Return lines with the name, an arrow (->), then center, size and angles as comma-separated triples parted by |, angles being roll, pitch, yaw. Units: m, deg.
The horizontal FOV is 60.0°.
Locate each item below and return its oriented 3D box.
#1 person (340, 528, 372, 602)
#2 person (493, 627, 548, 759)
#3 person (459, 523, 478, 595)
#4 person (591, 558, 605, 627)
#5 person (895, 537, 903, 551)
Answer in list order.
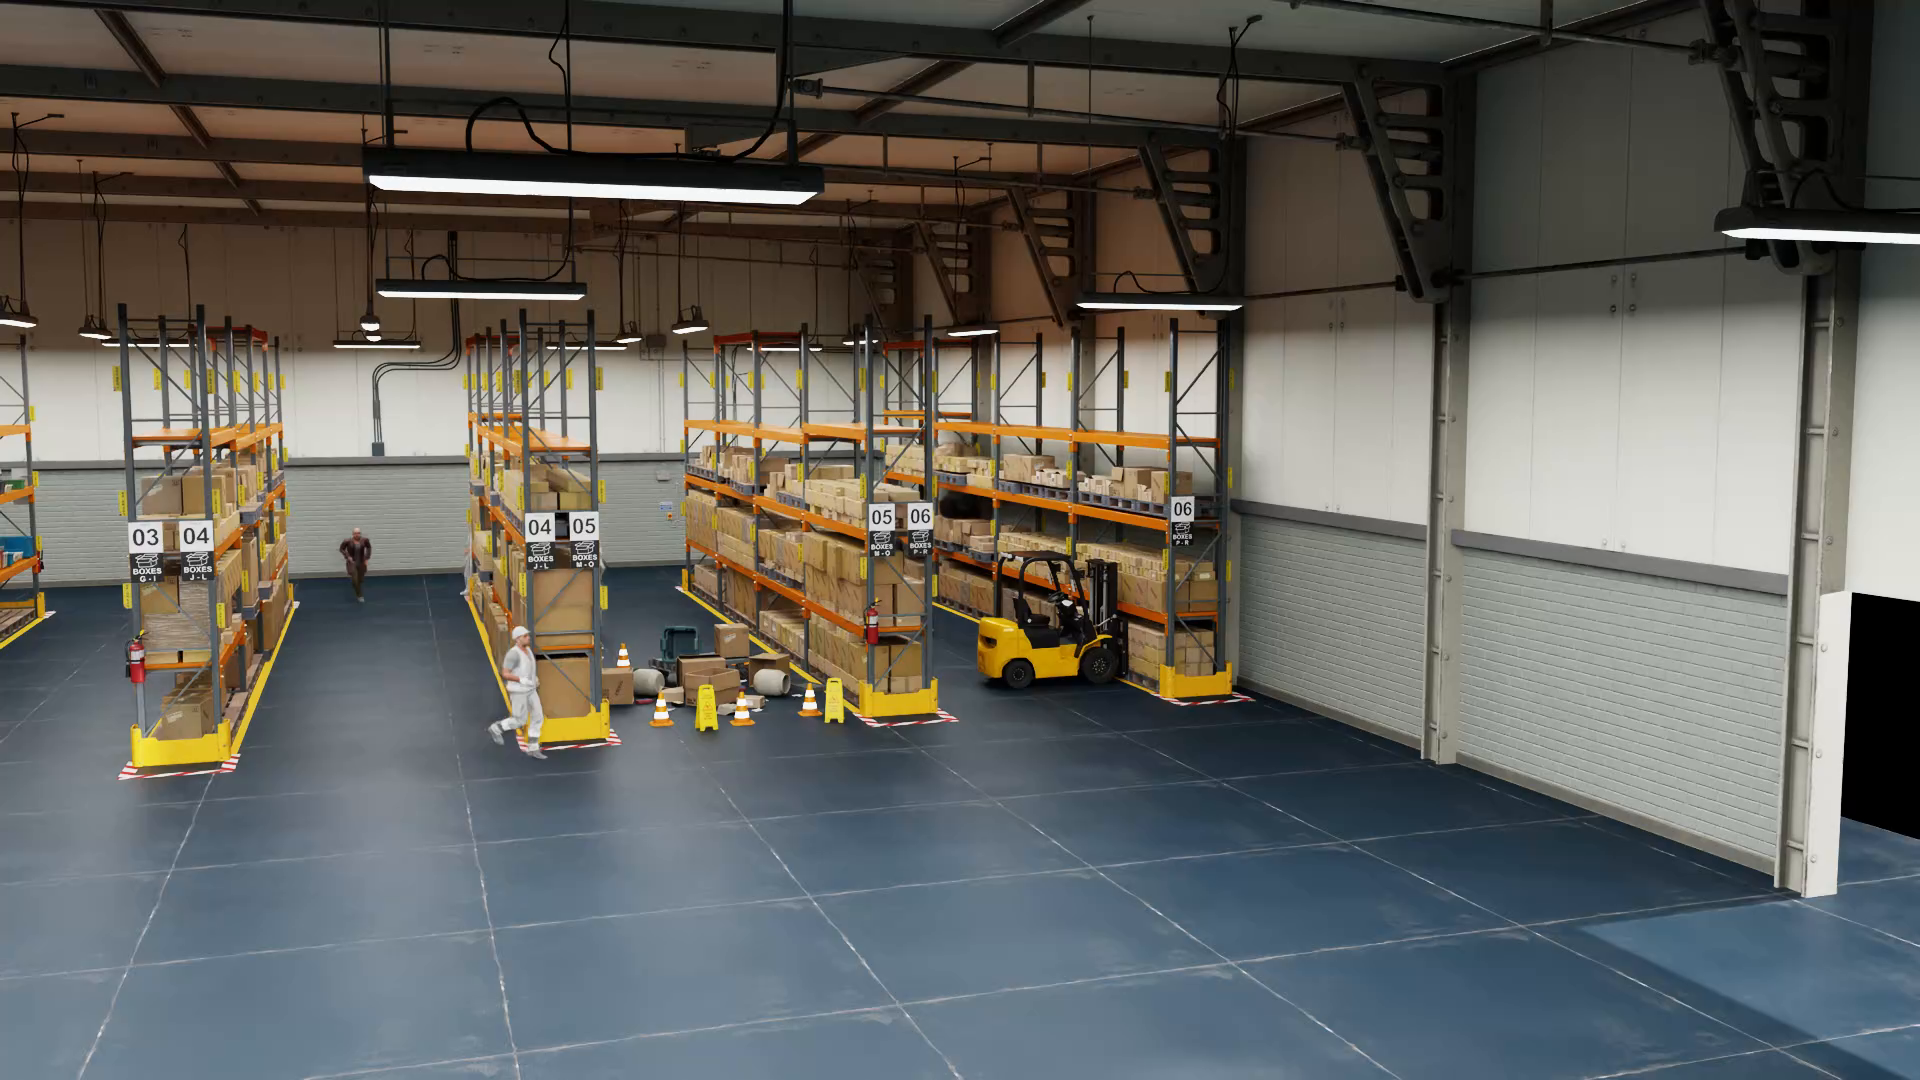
person -> -13.804, 0.567, 38.030 | 0.704, 1.713, 0.798 | -3, 6, -26
person -> -5.862, 2.040, 22.226 | 0.788, 1.773, 0.666 | 2, 6, 19
person -> -11.404, 0.407, 39.198 | 0.865, 1.741, 0.747 | -4, 7, -39
person -> -7.574, 0.917, 33.880 | 0.647, 1.825, 0.764 | -2, 6, -16
person -> -1.451, 0.617, 34.578 | 0.662, 1.837, 0.850 | -3, 6, -25
